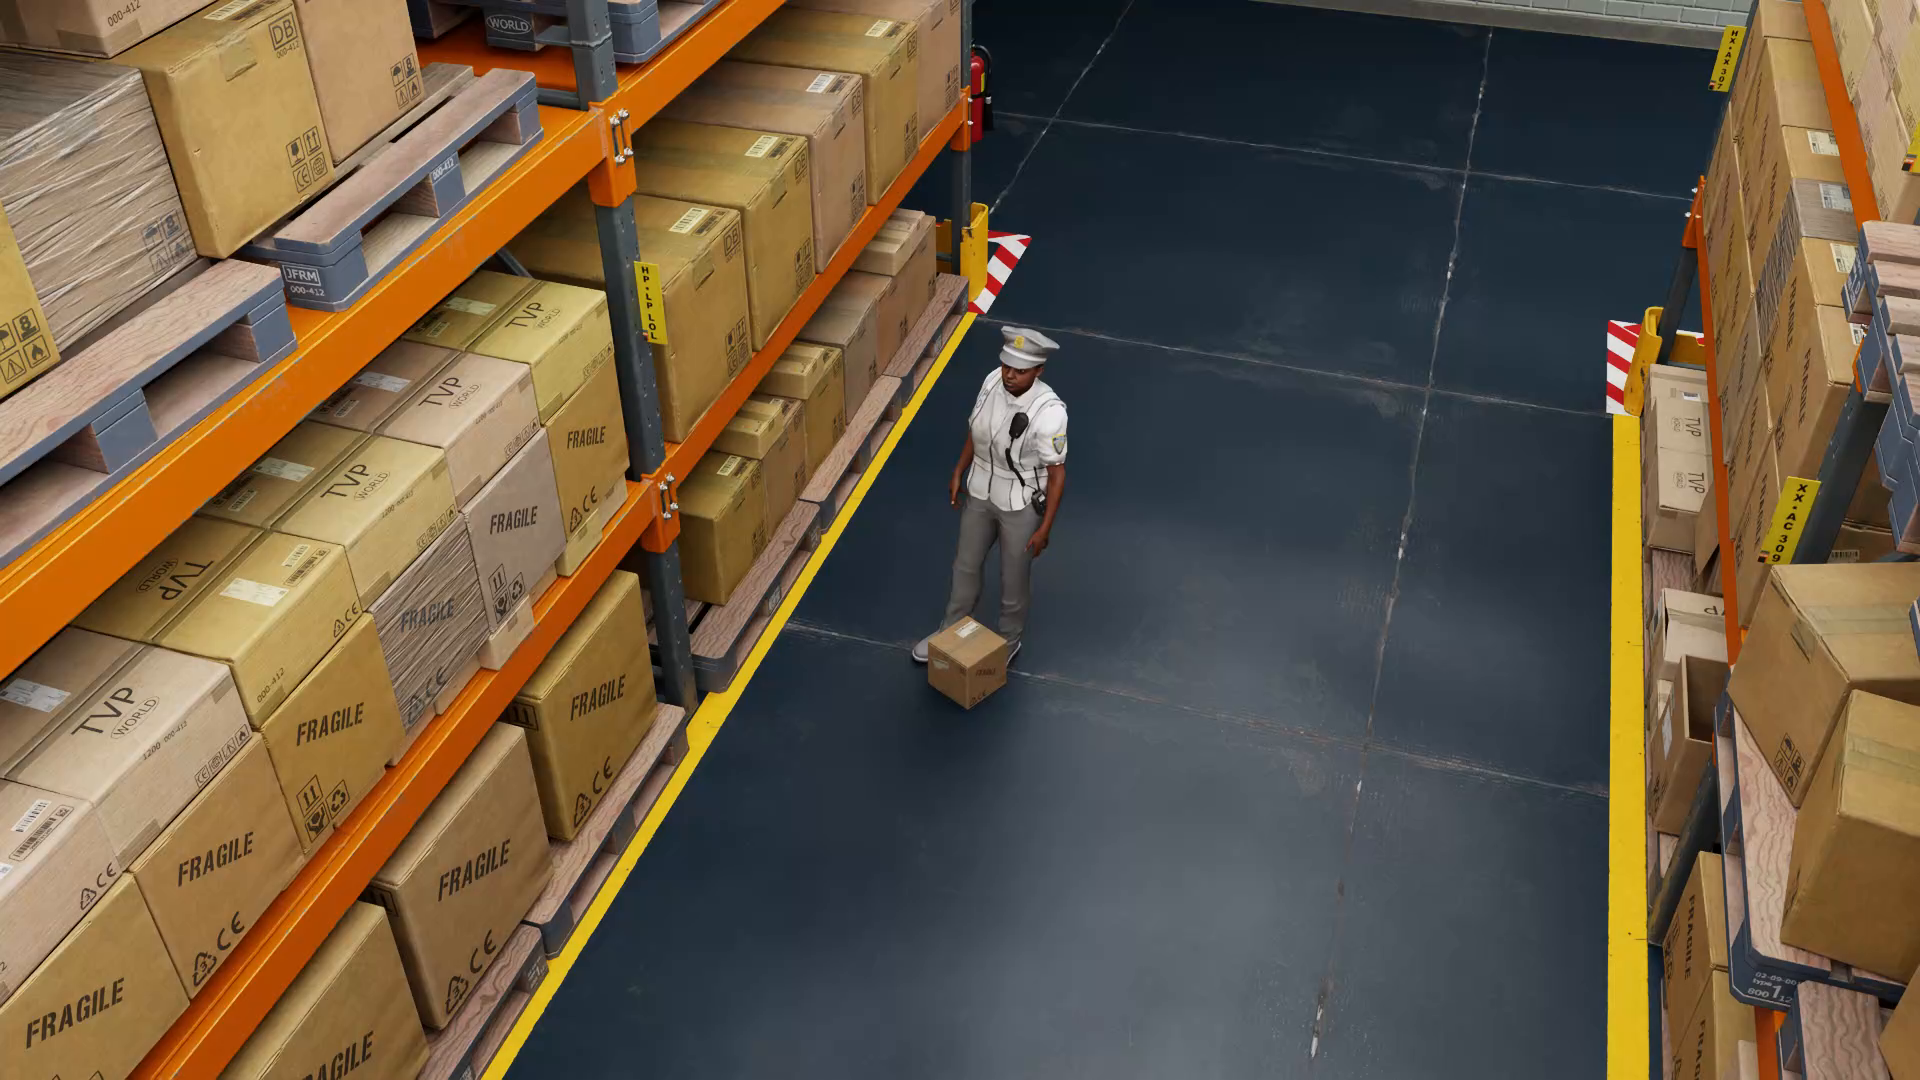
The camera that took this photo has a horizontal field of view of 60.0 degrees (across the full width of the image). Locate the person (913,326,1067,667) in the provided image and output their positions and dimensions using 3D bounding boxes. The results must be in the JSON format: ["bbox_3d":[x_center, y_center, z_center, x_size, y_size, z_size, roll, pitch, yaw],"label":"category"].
[{"bbox_3d":[0.144,-0.142,7.043,0.568,1.684,0.529,29,46,33],"label":"person"}]
